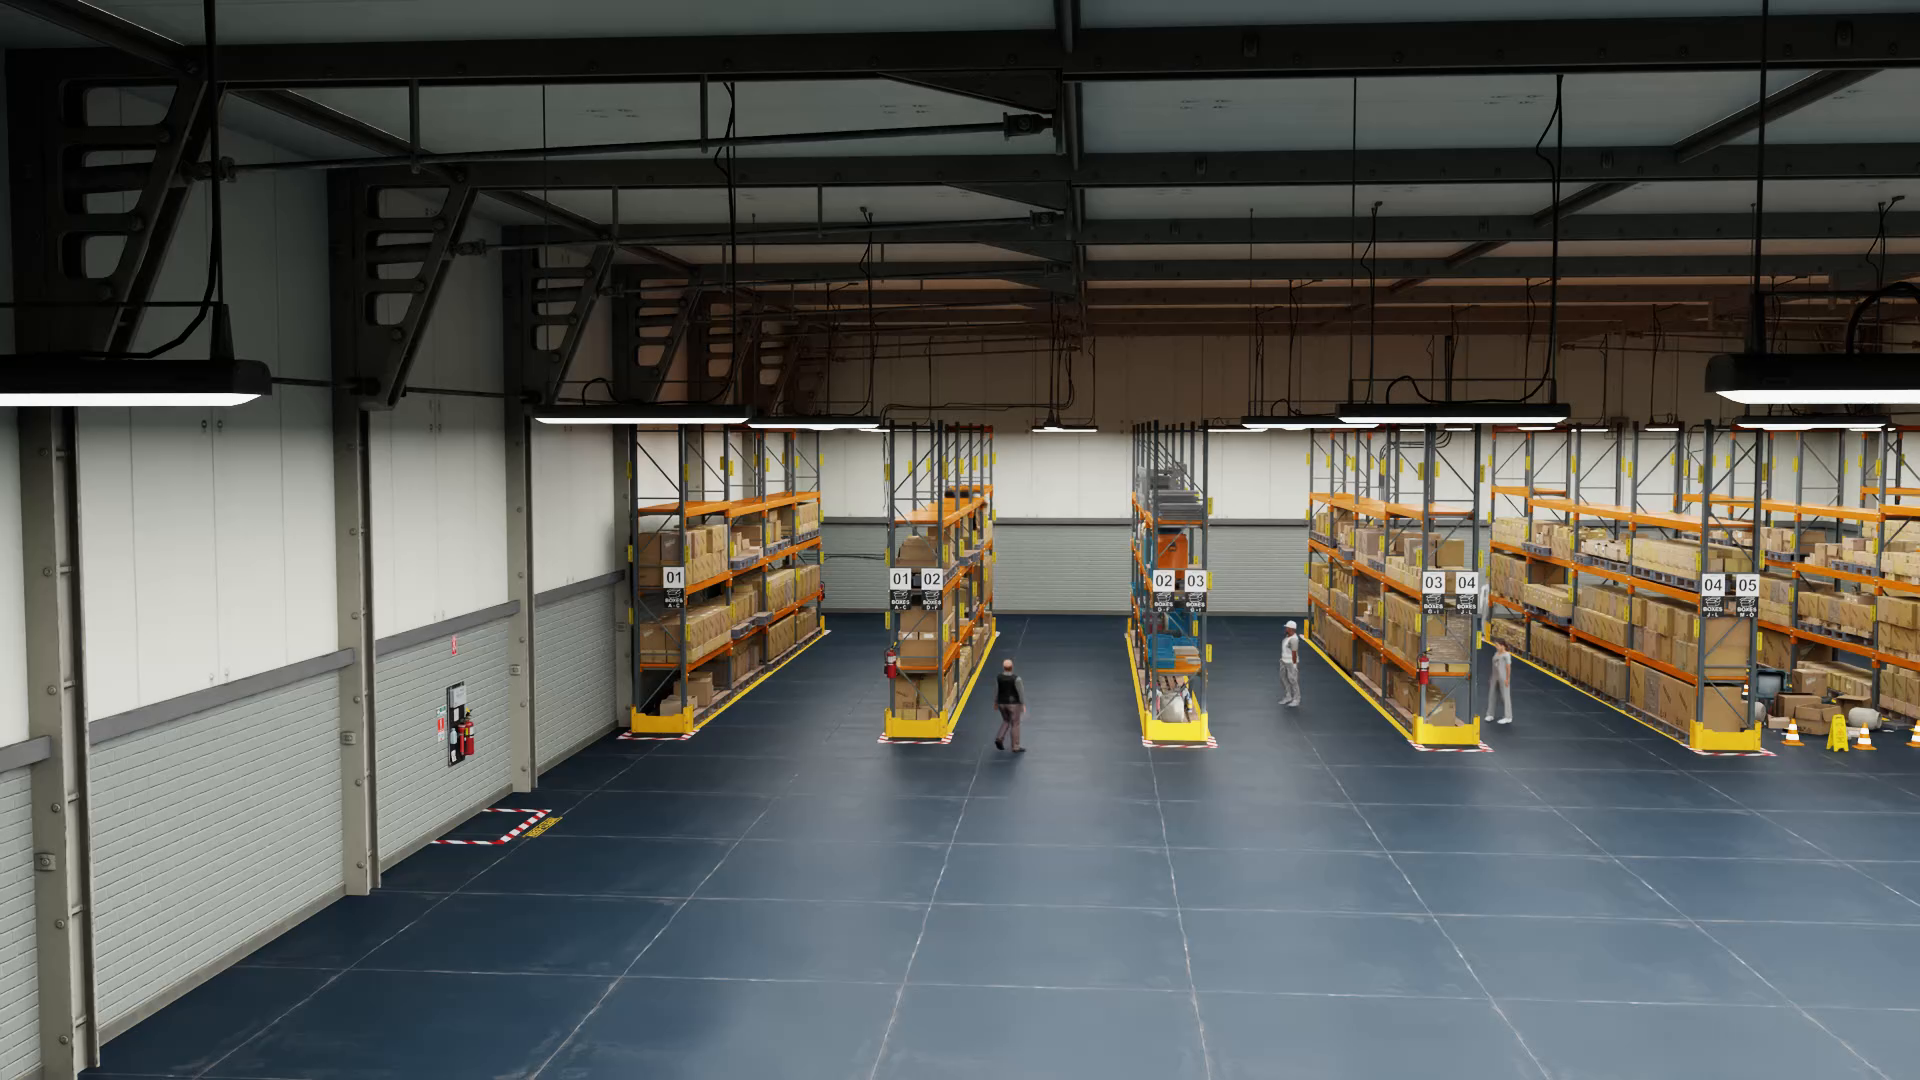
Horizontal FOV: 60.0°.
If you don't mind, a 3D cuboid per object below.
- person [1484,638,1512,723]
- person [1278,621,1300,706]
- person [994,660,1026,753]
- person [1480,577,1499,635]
[{"bbox_3d":[10.718,2.782,33.125,0.433,1.674,0.518,-2,4,-33],"label":"person"},{"bbox_3d":[6.945,2.605,35.109,0.386,1.811,0.699,-1,4,-11],"label":"person"},{"bbox_3d":[0.898,2.985,29.960,0.615,1.702,0.563,3,5,39],"label":"person"},{"bbox_3d":[15.217,1.870,47.748,0.497,1.695,0.532,0,4,2],"label":"person"}]
